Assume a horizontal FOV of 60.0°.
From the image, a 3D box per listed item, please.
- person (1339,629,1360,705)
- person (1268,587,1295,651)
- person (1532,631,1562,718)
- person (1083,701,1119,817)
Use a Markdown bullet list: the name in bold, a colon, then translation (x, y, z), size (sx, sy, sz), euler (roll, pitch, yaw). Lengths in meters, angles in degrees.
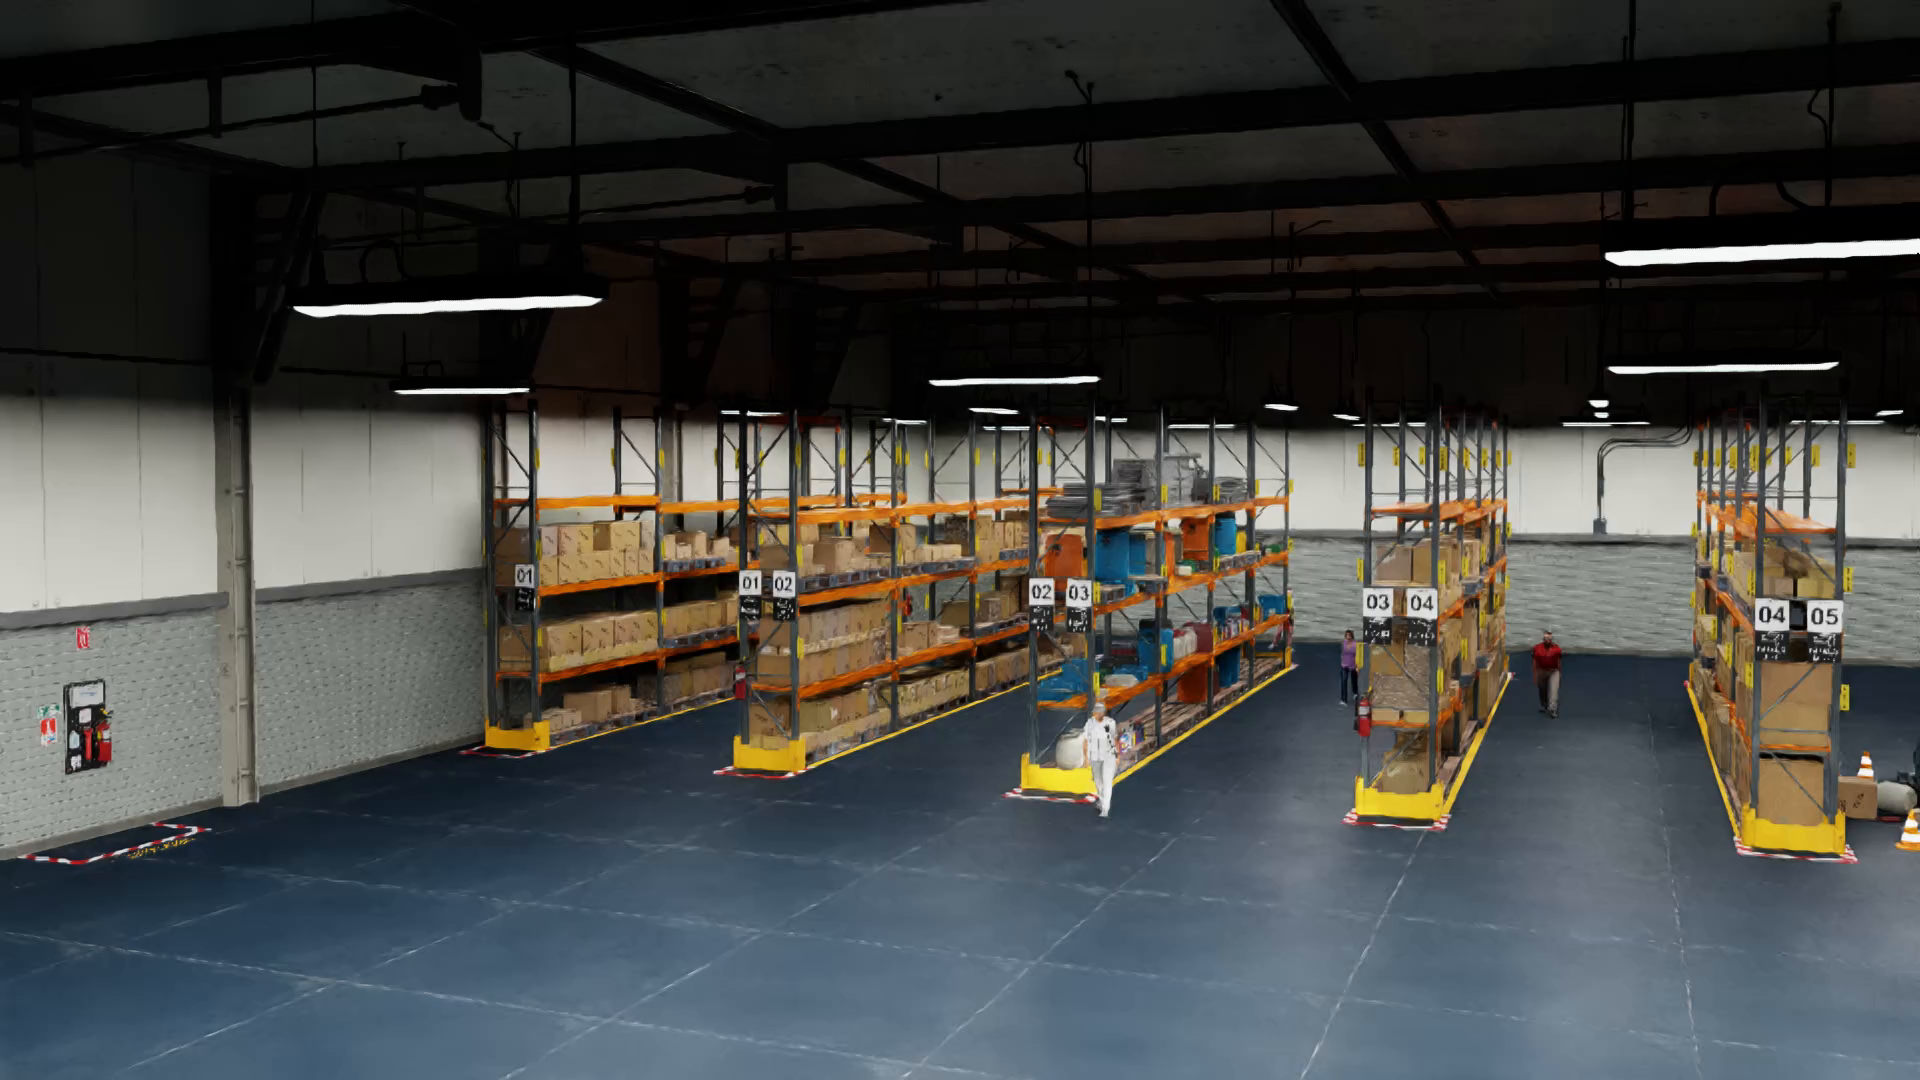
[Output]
- **person**: translation (7.951, 2.564, 33.834), size (0.416, 1.525, 1.034), euler (1, 3, 20)
- **person**: translation (8.375, 2.042, 43.237), size (0.654, 1.665, 0.481), euler (-1, 3, -21)
- **person**: translation (11.347, 2.576, 32.167), size (0.542, 1.645, 1.126), euler (1, 3, 23)
- **person**: translation (1.976, 3.040, 23.384), size (0.496, 1.580, 1.090), euler (1, 3, 20)
